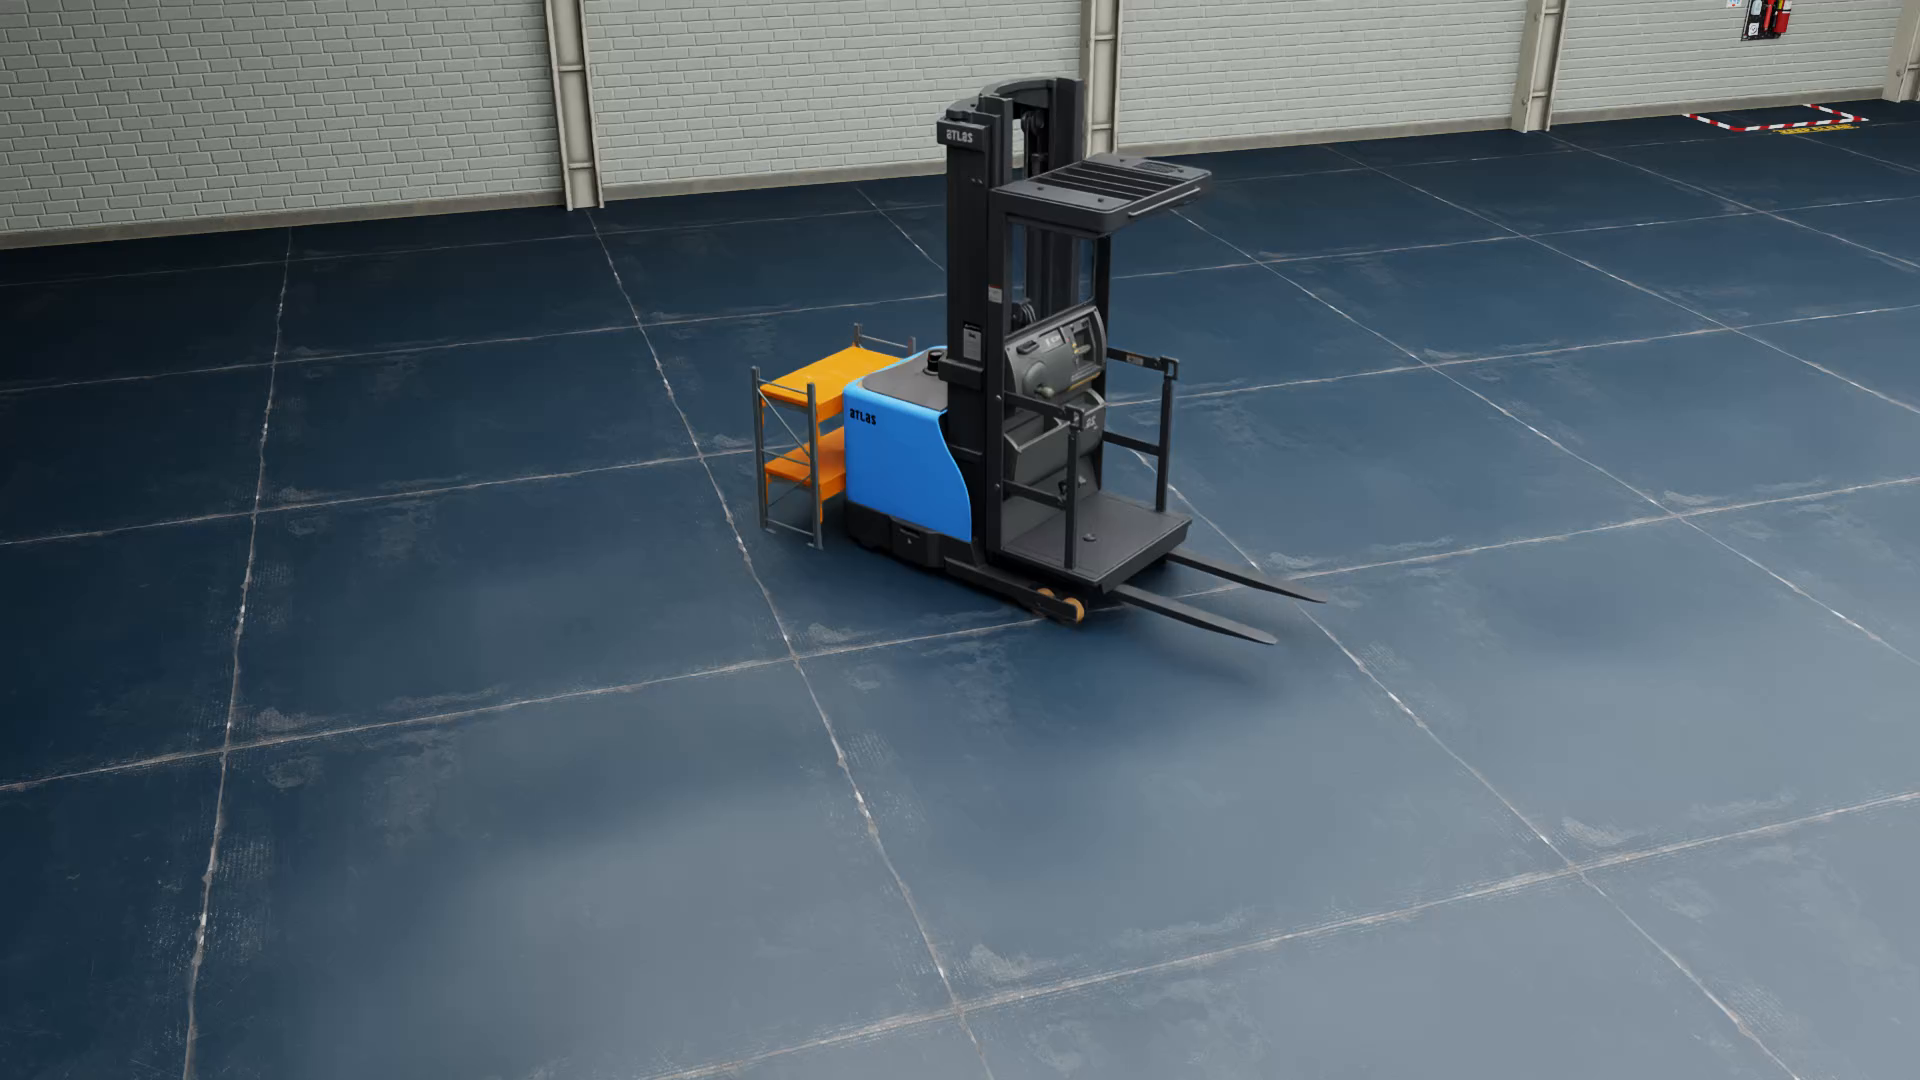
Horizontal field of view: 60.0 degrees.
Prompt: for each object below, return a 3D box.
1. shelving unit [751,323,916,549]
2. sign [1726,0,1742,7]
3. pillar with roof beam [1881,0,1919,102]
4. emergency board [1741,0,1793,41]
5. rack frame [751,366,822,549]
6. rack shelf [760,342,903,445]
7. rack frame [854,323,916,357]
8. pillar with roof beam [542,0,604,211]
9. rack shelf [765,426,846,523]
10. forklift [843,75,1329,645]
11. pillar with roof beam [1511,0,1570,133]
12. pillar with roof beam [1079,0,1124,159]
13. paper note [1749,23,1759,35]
[{"bbox_3d":[-0.798,-0.698,10.891,0.538,1.125,1.048,18,31,32],"label":"shelving unit"},{"bbox_3d":[10.112,-7.117,21.672,0.234,0.329,0.001,-8,28,-16],"label":"sign"},{"bbox_3d":[14.364,-8.324,17.398,0.400,9.000,9.100,-8,28,-16],"label":"pillar with roof beam"},{"bbox_3d":[10.669,-7.133,21.745,0.643,1.169,0.194,-8,28,-16],"label":"emergency board"},{"bbox_3d":[-1.095,-0.515,10.521,0.500,1.125,0.032,18,31,32],"label":"rack frame"},{"bbox_3d":[-0.798,-0.960,10.761,0.538,0.278,1.000,18,31,32],"label":"rack shelf"},{"bbox_3d":[-0.501,-0.882,11.260,0.500,1.125,0.032,18,31,32],"label":"rack frame"},{"bbox_3d":[-2.751,-5.846,12.405,0.400,9.000,9.100,-8,28,-16],"label":"pillar with roof beam"},{"bbox_3d":[-0.798,-0.479,11.000,0.538,0.278,1.000,18,31,32],"label":"rack shelf"},{"bbox_3d":[0.730,-1.074,9.618,3.031,2.935,1.130,19,32,34],"label":"forklift"},{"bbox_3d":[8.659,-7.498,15.734,0.400,9.000,9.100,-8,28,-16],"label":"pillar with roof beam"},{"bbox_3d":[2.954,-6.672,14.069,0.400,9.000,9.100,-8,28,-16],"label":"pillar with roof beam"},{"bbox_3d":[10.480,-6.744,21.951,0.142,0.148,0.016,-8,28,-16],"label":"paper note"}]
